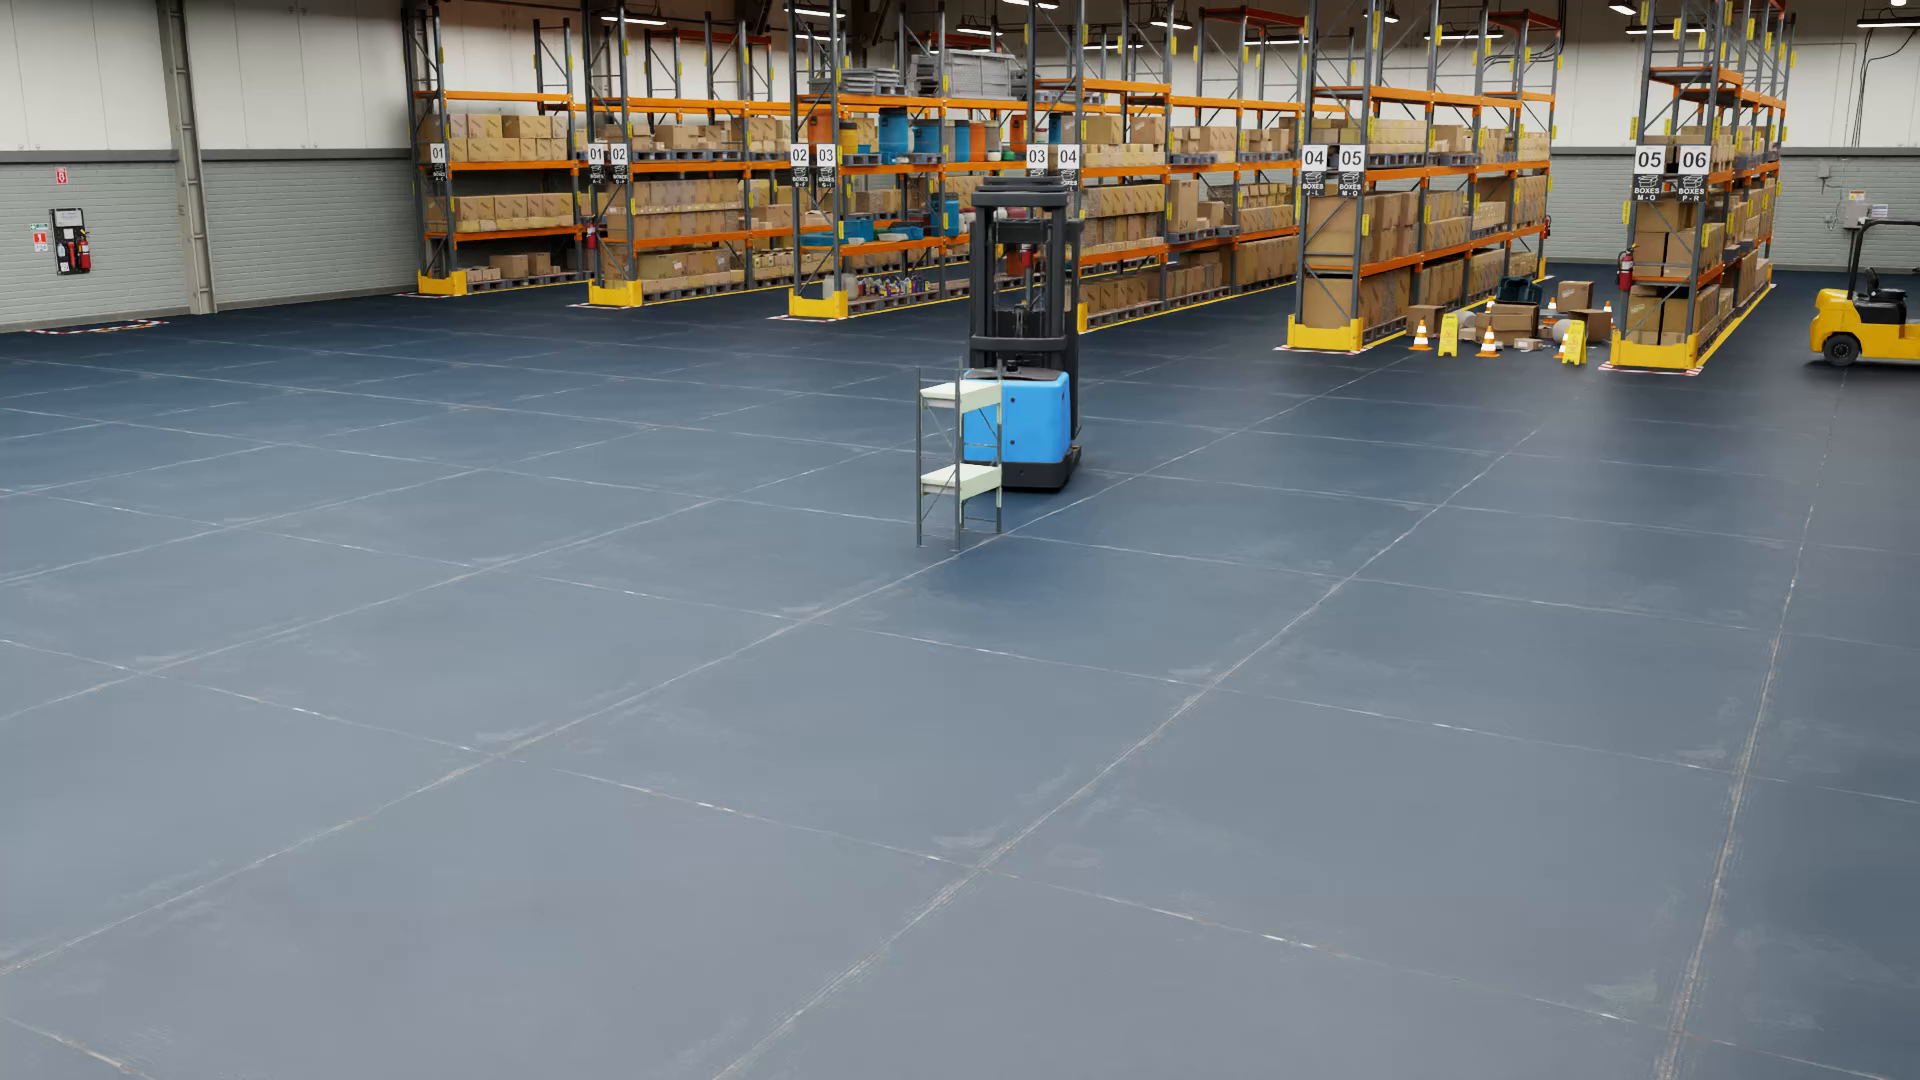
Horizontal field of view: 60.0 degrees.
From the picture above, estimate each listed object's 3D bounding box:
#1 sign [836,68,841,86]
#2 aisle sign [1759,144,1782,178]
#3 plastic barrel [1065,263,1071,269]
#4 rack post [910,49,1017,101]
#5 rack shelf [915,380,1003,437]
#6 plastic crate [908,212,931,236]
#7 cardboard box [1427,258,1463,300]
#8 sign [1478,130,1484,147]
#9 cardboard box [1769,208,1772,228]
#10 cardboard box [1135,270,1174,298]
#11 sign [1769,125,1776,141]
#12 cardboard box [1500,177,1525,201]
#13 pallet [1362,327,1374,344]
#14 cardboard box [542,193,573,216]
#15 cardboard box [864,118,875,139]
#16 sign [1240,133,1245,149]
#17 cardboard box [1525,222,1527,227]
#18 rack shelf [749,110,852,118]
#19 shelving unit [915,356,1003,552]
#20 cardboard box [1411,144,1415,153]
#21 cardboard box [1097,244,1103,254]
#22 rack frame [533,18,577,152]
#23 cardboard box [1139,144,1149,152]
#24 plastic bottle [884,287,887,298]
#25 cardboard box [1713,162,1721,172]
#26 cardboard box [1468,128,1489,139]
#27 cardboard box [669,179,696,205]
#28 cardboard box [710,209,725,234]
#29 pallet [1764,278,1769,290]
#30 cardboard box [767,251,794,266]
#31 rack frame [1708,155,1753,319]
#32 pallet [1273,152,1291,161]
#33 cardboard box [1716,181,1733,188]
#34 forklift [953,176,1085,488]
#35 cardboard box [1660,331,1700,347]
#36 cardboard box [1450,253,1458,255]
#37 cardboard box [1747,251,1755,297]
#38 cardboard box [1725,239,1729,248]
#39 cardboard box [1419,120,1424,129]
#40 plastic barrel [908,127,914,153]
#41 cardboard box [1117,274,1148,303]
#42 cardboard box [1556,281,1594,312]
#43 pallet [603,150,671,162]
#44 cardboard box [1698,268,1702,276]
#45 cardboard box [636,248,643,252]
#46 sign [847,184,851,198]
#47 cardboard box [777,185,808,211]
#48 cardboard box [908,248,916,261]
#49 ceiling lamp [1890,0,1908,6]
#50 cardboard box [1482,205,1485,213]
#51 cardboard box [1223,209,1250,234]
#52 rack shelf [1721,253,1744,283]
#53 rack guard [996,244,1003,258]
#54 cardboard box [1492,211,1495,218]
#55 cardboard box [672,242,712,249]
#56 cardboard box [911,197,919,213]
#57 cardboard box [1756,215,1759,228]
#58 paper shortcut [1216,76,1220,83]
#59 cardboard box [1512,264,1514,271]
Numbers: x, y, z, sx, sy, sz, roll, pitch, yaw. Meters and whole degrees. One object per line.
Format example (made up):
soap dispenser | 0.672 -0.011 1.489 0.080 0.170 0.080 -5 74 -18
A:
sign | -2.227 -8.483 30.464 0.100 0.325 0.005 7 15 28
aisle sign | 18.346 -8.573 37.647 0.394 0.787 0.004 7 15 28
plastic barrel | 2.475 -7.122 40.756 0.600 0.901 0.708 7 15 28
rack post | 0.104 -9.979 35.799 1.013 1.000 3.121 7 15 28
rack shelf | -0.003 -1.107 13.761 0.431 0.370 0.720 7 15 28
plastic crate | -0.806 -6.717 35.358 0.402 0.464 0.583 7 15 28
cardboard box | 9.417 -5.224 33.207 1.050 0.750 0.750 7 15 27
sign | 10.272 -7.912 32.779 0.100 0.325 0.005 7 15 28
cardboard box | 17.782 -7.148 37.070 0.500 0.500 0.500 7 15 27
cardboard box | 3.879 -5.113 33.235 0.700 0.500 0.500 6 15 24
sign | 16.586 -8.312 33.937 0.100 0.325 0.005 7 15 28
cardboard box | 12.393 -7.901 37.427 0.500 0.500 0.500 7 15 26
pallet | 6.241 -3.404 27.705 1.003 0.211 1.213 7 15 28
cardboard box | -9.403 -7.843 38.845 0.500 0.500 0.500 7 15 28
cardboard box | -2.463 -10.225 41.300 0.500 0.500 0.500 7 15 28
sign | 5.971 -8.459 35.217 0.100 0.325 0.005 7 15 28
cardboard box | 12.934 -7.338 38.608 0.380 0.149 0.250 8 16 29
rack shelf | -4.611 -12.098 47.403 1.077 0.370 4.000 7 15 28
shelving unit | -0.003 -0.728 13.852 0.431 1.500 0.755 7 15 28
cardboard box | 7.591 -6.728 28.569 0.380 0.149 0.250 7 15 28
cardboard box | 2.351 -5.232 29.869 0.380 0.149 0.250 7 15 28
rack frame | -9.445 -10.591 38.762 1.000 3.000 0.127 7 15 28
cardboard box | 3.294 -7.305 31.003 0.380 0.149 0.250 7 15 26
plastic bottle | -1.507 -4.942 33.166 0.097 0.201 0.097 0 14 0
cardboard box | 11.371 -5.680 25.329 0.380 0.149 0.250 8 15 29
cardboard box | 10.565 -8.322 33.905 0.396 0.266 0.258 7 15 28
cardboard box | -6.043 -7.392 35.315 0.700 0.500 0.500 7 15 28
cardboard box | -5.565 -6.962 36.296 0.700 0.500 0.500 7 15 27
pallet | 17.722 -5.801 37.646 1.003 0.211 1.213 7 15 28
cardboard box | -4.193 -6.519 38.447 0.500 0.311 0.500 7 15 26
rack frame | 14.172 -5.688 31.228 1.000 3.000 0.127 7 15 28
pallet | 7.031 -8.803 38.157 0.805 0.209 1.217 7 15 26
cardboard box | 15.976 -7.458 34.839 0.380 0.149 0.250 7 15 27
forklift | 0.677 -2.215 16.967 1.130 2.935 3.031 2 14 9
cardboard box | 10.937 -3.049 25.250 0.500 0.250 0.500 7 15 28
cardboard box | 10.126 -5.857 34.765 0.500 0.250 0.500 8 16 29
cardboard box | 15.446 -5.358 33.495 0.875 0.875 0.875 8 16 30
cardboard box | 12.782 -5.027 28.126 0.380 0.149 0.250 8 16 29
cardboard box | 7.836 -7.221 28.912 0.380 0.149 0.250 7 15 28
plastic barrel | -1.152 -8.202 34.121 0.421 0.512 0.421 0 14 0
cardboard box | 3.335 -4.902 32.404 0.500 0.500 0.500 7 15 26
cardboard box | 10.666 -4.216 28.840 0.500 0.500 0.500 7 15 28
pallet | -6.676 -7.850 33.985 1.003 0.211 1.213 7 15 28
cardboard box | 10.959 -4.070 25.051 0.380 0.149 0.250 7 15 26
cardboard box | -8.380 -7.142 41.654 0.700 0.500 0.500 7 15 28
sign | -2.685 -8.435 40.151 0.100 0.325 0.005 7 15 28
cardboard box | -4.943 -9.720 47.311 0.980 0.700 0.700 7 15 27
cardboard box | -1.473 -7.519 43.218 0.500 0.500 0.500 7 15 28
ceiling lamp | 18.124 -11.779 31.235 0.800 3.185 2.000 7 15 28
cardboard box | 10.691 -6.888 34.574 0.380 0.149 0.250 8 16 31
cardboard box | 5.970 -6.929 36.160 0.500 0.500 0.500 8 16 30
rack shelf | 13.205 -4.928 29.611 1.077 0.370 4.000 7 15 28
rack guard | 0.658 -8.345 47.581 1.175 0.500 0.348 7 15 28
cardboard box | 11.200 -6.957 35.496 0.380 0.149 0.250 6 15 25
cardboard box | -7.041 -7.790 43.636 0.750 0.750 0.750 7 15 27
cardboard box | -1.222 -8.935 44.483 0.500 0.500 0.500 8 16 29
cardboard box | 15.870 -6.458 33.673 0.500 0.250 0.500 8 16 29
paper shortcut | 5.676 -10.126 36.537 0.009 0.170 0.078 19 -11 25
cardboard box | 12.442 -6.221 37.991 0.380 0.149 0.250 7 15 25
